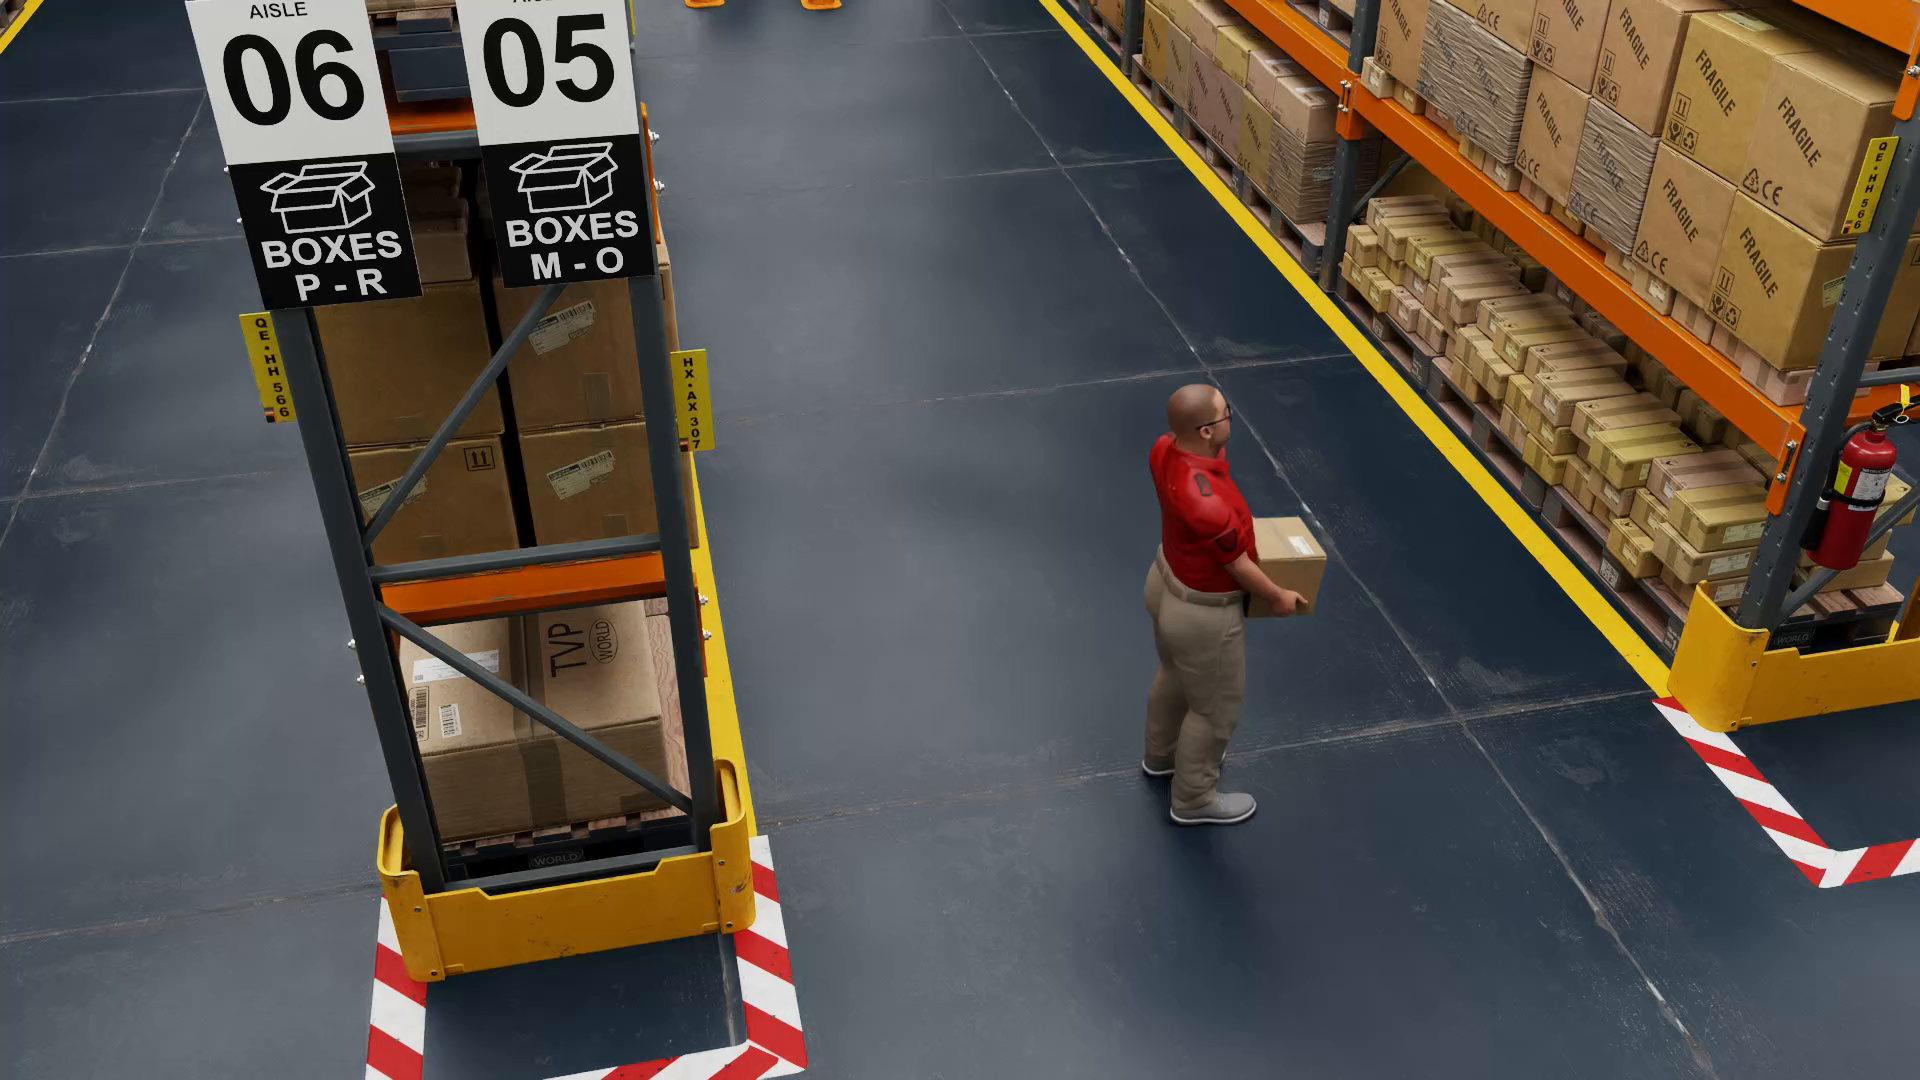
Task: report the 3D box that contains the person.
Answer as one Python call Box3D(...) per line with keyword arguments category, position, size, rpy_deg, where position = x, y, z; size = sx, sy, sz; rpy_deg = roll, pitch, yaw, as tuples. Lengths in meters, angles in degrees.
Box3D(category="person", position=(0.917, 0.208, 5.851), size=(0.525, 1.725, 0.503), rpy_deg=(-7, 35, -11))
